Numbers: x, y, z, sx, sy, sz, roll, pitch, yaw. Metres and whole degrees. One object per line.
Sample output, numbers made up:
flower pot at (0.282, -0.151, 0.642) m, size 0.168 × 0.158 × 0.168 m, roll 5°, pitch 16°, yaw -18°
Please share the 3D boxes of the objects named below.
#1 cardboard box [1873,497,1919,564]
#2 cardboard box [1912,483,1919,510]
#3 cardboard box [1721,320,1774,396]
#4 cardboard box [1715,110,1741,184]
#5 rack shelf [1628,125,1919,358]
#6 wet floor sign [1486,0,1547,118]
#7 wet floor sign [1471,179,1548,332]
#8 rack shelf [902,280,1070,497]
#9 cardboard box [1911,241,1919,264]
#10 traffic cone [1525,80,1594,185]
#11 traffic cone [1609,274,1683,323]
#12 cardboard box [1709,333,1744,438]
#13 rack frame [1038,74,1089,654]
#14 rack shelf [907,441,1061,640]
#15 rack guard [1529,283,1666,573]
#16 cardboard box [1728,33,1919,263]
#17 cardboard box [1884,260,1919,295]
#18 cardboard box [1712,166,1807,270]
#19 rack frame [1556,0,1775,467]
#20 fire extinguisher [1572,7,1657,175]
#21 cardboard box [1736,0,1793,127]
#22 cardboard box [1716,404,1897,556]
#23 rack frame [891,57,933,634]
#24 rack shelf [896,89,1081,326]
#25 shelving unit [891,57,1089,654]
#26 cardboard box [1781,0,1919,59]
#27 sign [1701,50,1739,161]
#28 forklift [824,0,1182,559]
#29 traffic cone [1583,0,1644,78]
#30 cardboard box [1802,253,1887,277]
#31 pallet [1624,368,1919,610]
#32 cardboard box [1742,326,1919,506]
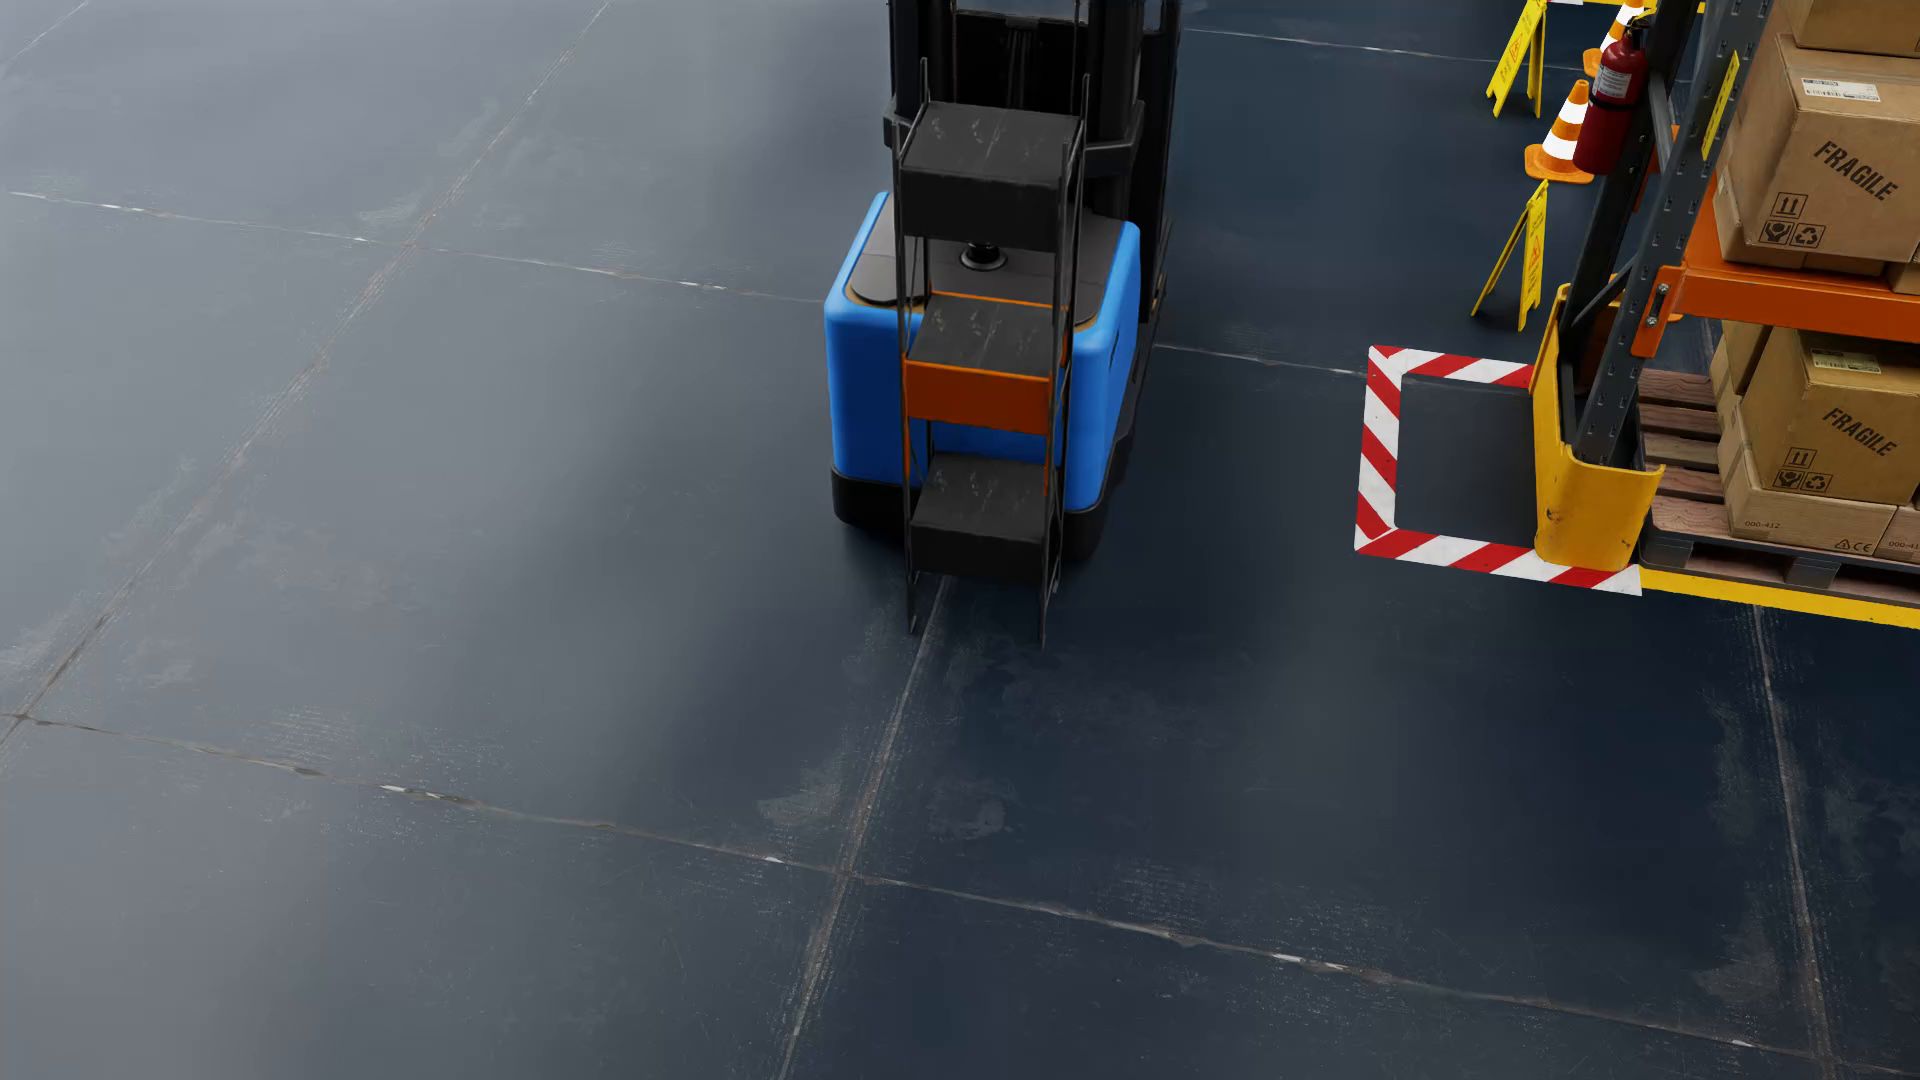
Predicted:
cardboard box at (3.662, -0.149, 6.163) m, size 0.500 × 0.250 × 0.500 m, roll 10°, pitch 45°, yaw 11°
cardboard box at (3.700, -0.422, 5.906) m, size 0.500 × 0.500 × 0.500 m, roll 7°, pitch 44°, yaw 8°
cardboard box at (3.278, -0.866, 6.367) m, size 0.500 × 0.500 × 0.500 m, roll 9°, pitch 45°, yaw 9°
cardboard box at (2.851, -1.378, 5.941) m, size 0.250 × 0.149 × 0.380 m, roll 10°, pitch 45°, yaw 10°
rack shelf at (4.391, -0.818, 5.697) m, size 4.000 × 0.370 × 1.077 m, roll 9°, pitch 45°, yaw 9°
wet floor sign at (2.961, -2.562, 8.687) m, size 0.232 × 0.644 × 0.267 m, roll 2°, pitch 44°, yaw 2°
wet floor sign at (2.487, -1.285, 7.361) m, size 0.232 × 0.644 × 0.267 m, roll 24°, pitch 49°, yaw 23°
rack shelf at (0.093, -0.501, 5.517) m, size 0.480 × 0.518 × 0.431 m, roll 8°, pitch 45°, yaw 8°
cardboard box at (3.347, -1.188, 5.275) m, size 0.500 × 0.500 × 0.500 m, roll 10°, pitch 45°, yaw 10°
traffic cone at (3.051, -2.077, 8.315) m, size 0.334 × 0.463 × 0.336 m, roll 9°, pitch 45°, yaw 9°
traffic cone at (3.140, -1.274, 7.481) m, size 0.334 × 0.463 × 0.336 m, roll 9°, pitch 45°, yaw 9°
cardboard box at (3.310, -0.597, 6.628) m, size 0.500 × 0.250 × 0.500 m, roll 9°, pitch 45°, yaw 9°
rack frame at (0.332, -0.477, 5.472) m, size 0.015 × 2.100 × 0.400 m, roll 8°, pitch 45°, yaw 8°
rack shelf at (0.093, 0.003, 6.003) m, size 0.480 × 0.518 × 0.431 m, roll 8°, pitch 45°, yaw 8°
rack guard at (2.513, -0.468, 6.617) m, size 0.348 × 0.500 × 1.175 m, roll 9°, pitch 45°, yaw 9°
cardboard box at (2.841, -1.264, 5.355) m, size 0.500 × 0.500 × 0.500 m, roll 8°, pitch 45°, yaw 8°
cardboard box at (3.216, -0.975, 5.521) m, size 0.250 × 0.149 × 0.380 m, roll 8°, pitch 44°, yaw 8°
cardboard box at (2.725, -1.098, 5.650) m, size 0.250 × 0.149 × 0.380 m, roll 9°, pitch 45°, yaw 9°
rack frame at (2.439, -1.380, 5.762) m, size 0.127 × 3.000 × 1.000 m, roll 9°, pitch 45°, yaw 9°
fire extinguisher at (2.428, -1.682, 6.131) m, size 0.183 × 0.674 × 0.296 m, roll 9°, pitch 45°, yaw 9°
cardboard box at (3.029, -1.628, 5.732) m, size 0.500 × 0.500 × 0.500 m, roll 8°, pitch 44°, yaw 8°
cardboard box at (3.166, -0.232, 6.248) m, size 0.500 × 0.250 × 0.500 m, roll 8°, pitch 45°, yaw 9°
rack frame at (-0.145, -0.546, 5.544) m, size 0.015 × 2.100 × 0.400 m, roll 8°, pitch 45°, yaw 8°
rack shelf at (0.093, -1.006, 5.032) m, size 0.480 × 0.518 × 0.431 m, roll 8°, pitch 45°, yaw 8°
shelving unit at (0.093, -0.511, 5.508) m, size 0.503 × 2.100 × 0.431 m, roll 8°, pitch 45°, yaw 8°
cardboard box at (2.985, -1.954, 5.350) m, size 0.500 × 0.500 × 0.700 m, roll 8°, pitch 44°, yaw 8°
sign at (2.321, -1.325, 5.080) m, size 0.005 × 0.325 × 0.100 m, roll 9°, pitch 45°, yaw 9°
forklift at (0.327, -2.021, 6.477) m, size 1.130 × 2.935 × 3.031 m, roll 9°, pitch 45°, yaw 9°
traffic cone at (3.629, -2.790, 9.056) m, size 0.334 × 0.463 × 0.336 m, roll 9°, pitch 45°, yaw 9°
cardboard box at (2.975, -1.070, 5.620) m, size 0.250 × 0.149 × 0.380 m, roll 9°, pitch 45°, yaw 10°
pallet at (3.298, -0.217, 6.564) m, size 1.213 × 0.211 × 1.003 m, roll 9°, pitch 45°, yaw 9°
cardboard box at (3.189, -0.499, 5.985) m, size 0.500 × 0.500 × 0.500 m, roll 7°, pitch 44°, yaw 8°
